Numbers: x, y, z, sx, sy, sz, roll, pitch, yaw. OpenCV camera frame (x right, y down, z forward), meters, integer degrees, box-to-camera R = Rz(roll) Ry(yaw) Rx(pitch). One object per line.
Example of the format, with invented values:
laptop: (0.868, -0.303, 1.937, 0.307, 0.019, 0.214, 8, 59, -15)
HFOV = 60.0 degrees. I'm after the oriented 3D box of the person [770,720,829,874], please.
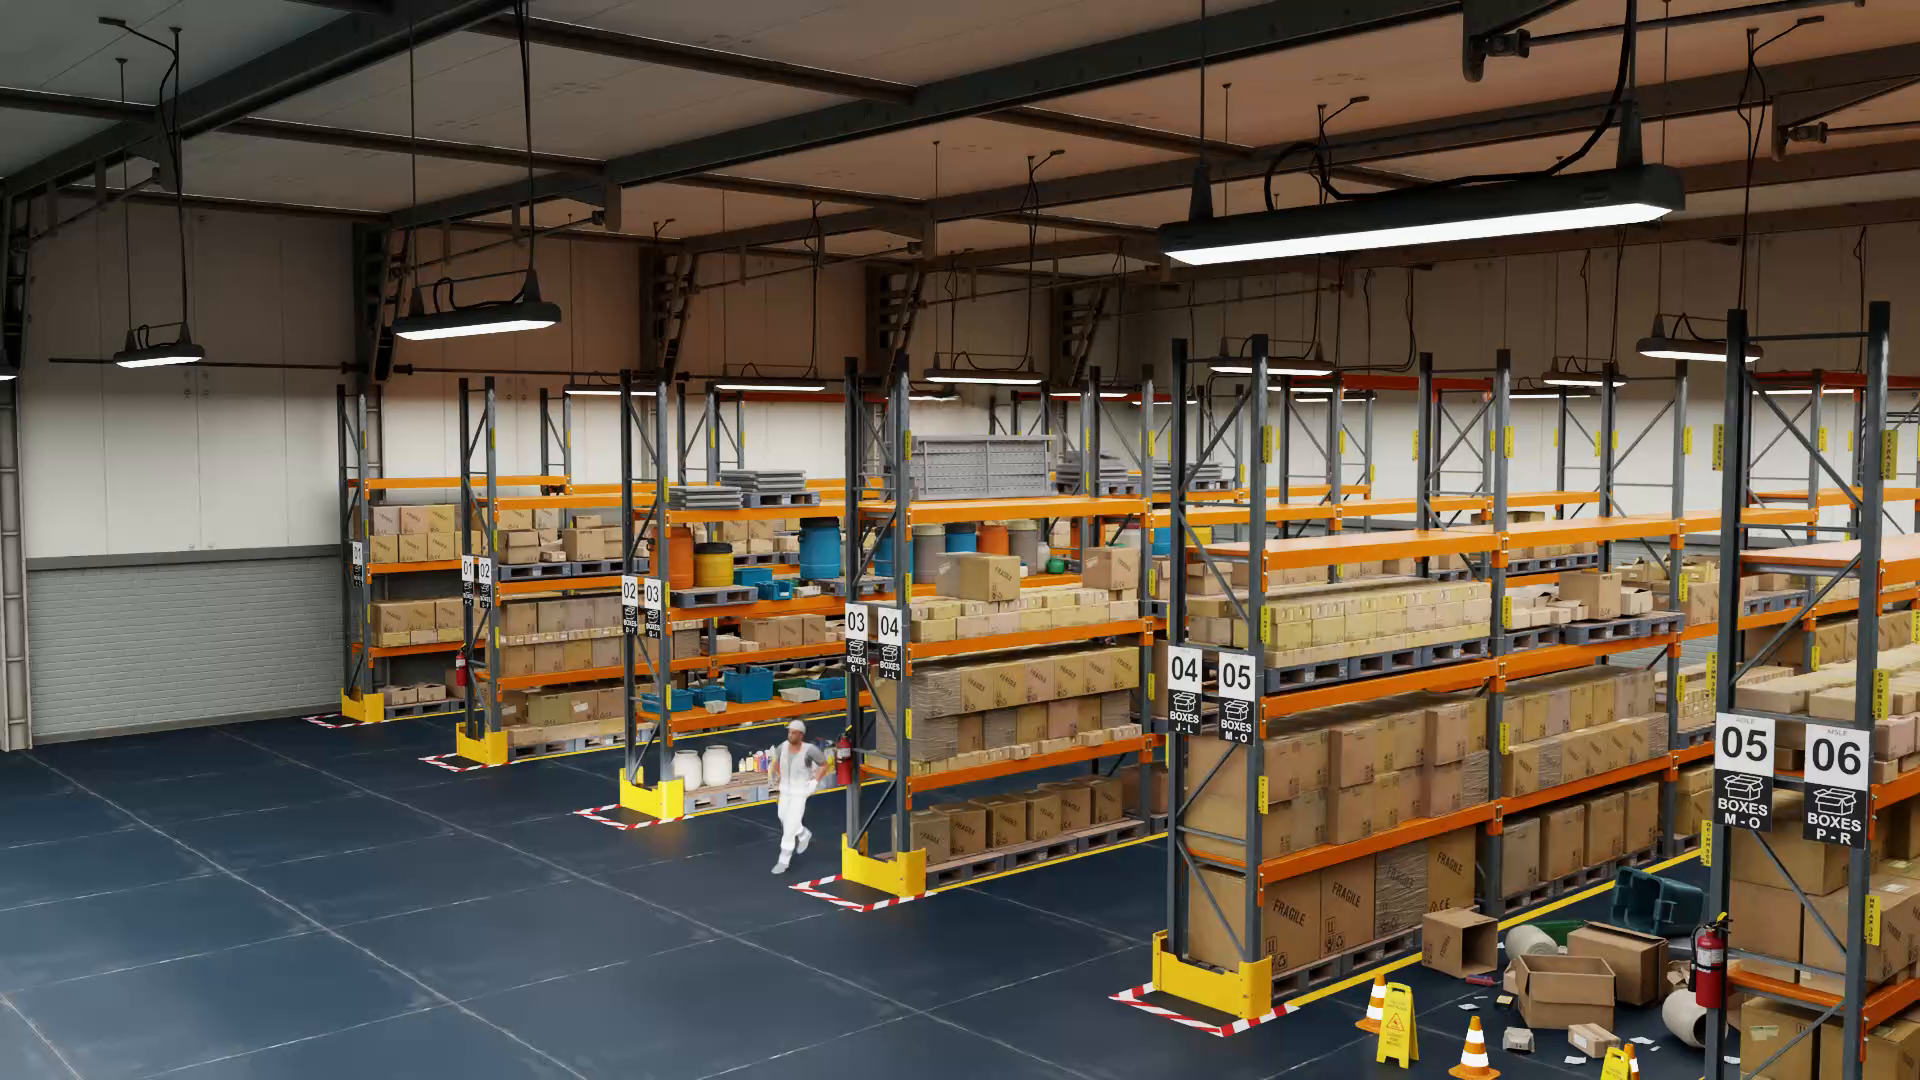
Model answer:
person: (-1.895, 3.000, 19.672, 0.674, 1.782, 0.863, 2, 4, 27)
